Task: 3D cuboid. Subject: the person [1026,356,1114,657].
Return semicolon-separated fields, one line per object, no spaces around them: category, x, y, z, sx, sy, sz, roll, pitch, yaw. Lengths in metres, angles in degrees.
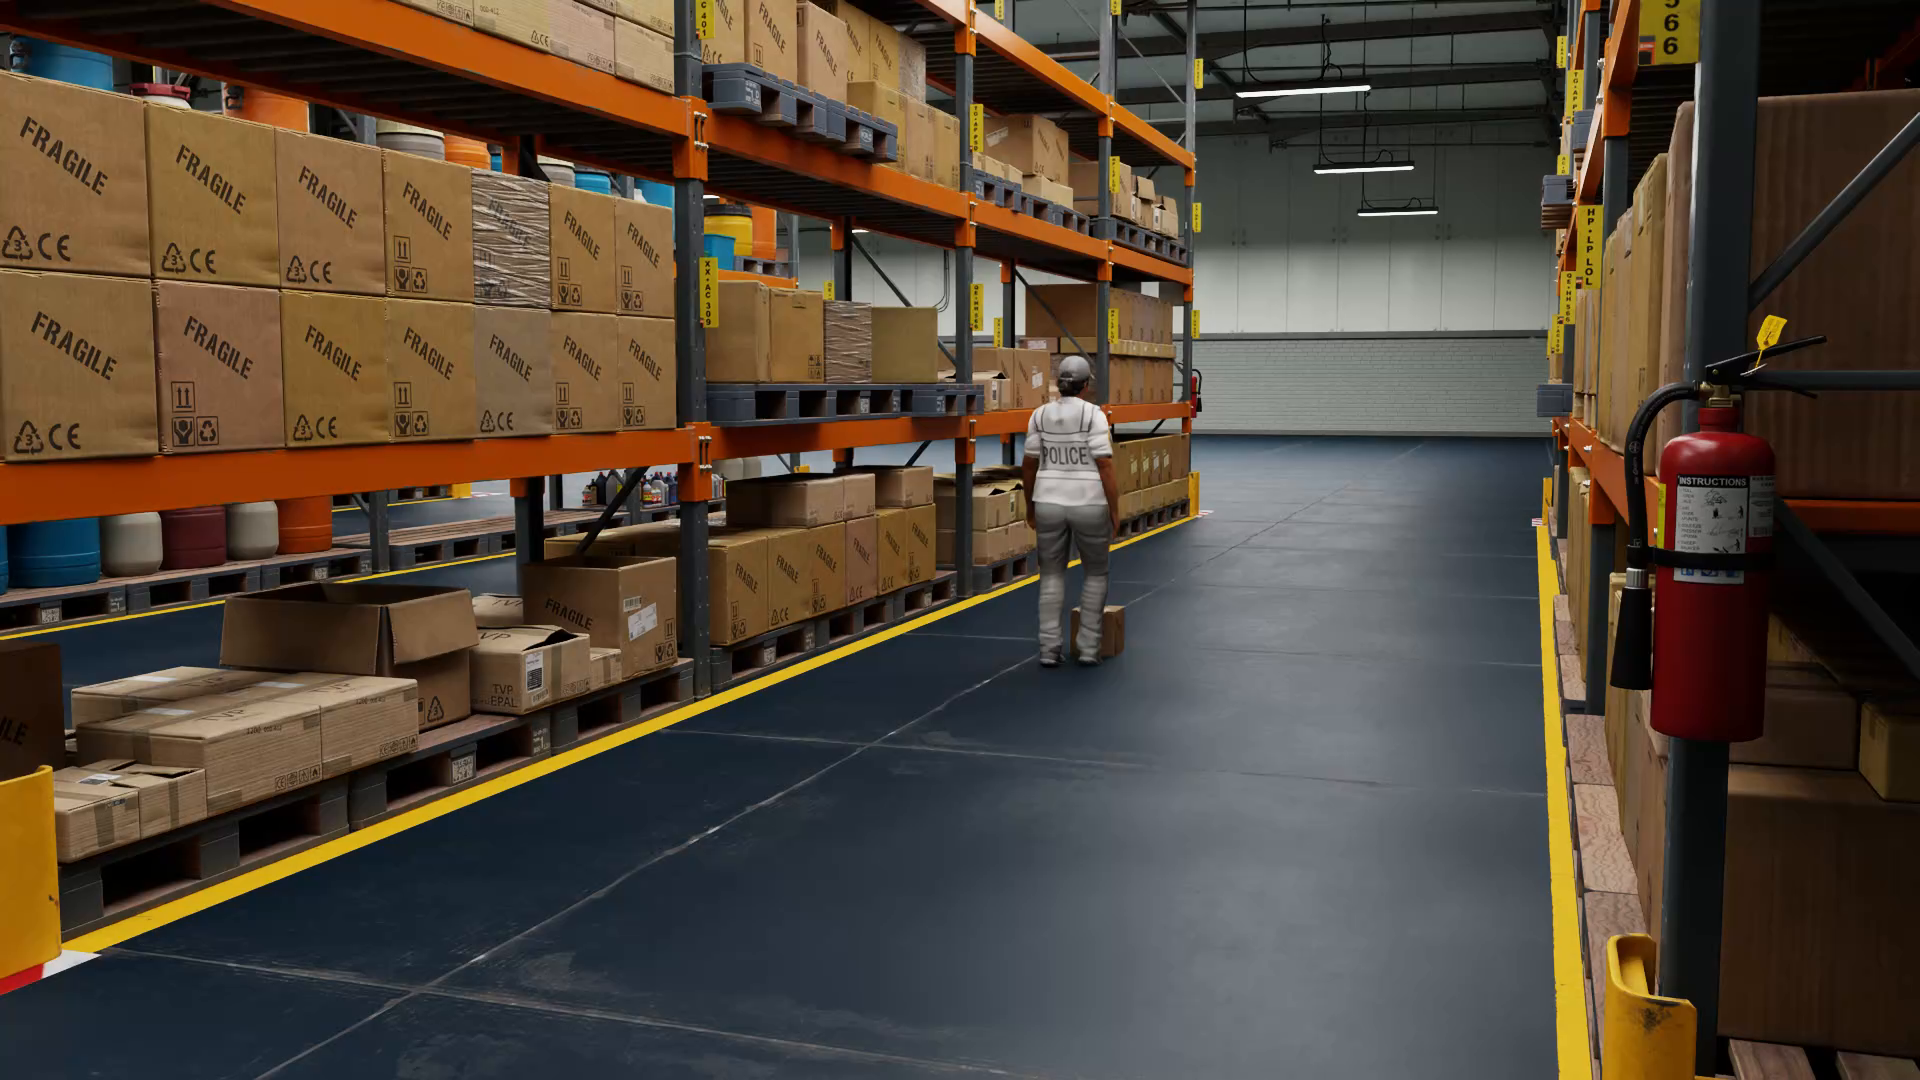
person;0.591;-0.187;8.904;0.485;1.587;0.393;2;6;20
